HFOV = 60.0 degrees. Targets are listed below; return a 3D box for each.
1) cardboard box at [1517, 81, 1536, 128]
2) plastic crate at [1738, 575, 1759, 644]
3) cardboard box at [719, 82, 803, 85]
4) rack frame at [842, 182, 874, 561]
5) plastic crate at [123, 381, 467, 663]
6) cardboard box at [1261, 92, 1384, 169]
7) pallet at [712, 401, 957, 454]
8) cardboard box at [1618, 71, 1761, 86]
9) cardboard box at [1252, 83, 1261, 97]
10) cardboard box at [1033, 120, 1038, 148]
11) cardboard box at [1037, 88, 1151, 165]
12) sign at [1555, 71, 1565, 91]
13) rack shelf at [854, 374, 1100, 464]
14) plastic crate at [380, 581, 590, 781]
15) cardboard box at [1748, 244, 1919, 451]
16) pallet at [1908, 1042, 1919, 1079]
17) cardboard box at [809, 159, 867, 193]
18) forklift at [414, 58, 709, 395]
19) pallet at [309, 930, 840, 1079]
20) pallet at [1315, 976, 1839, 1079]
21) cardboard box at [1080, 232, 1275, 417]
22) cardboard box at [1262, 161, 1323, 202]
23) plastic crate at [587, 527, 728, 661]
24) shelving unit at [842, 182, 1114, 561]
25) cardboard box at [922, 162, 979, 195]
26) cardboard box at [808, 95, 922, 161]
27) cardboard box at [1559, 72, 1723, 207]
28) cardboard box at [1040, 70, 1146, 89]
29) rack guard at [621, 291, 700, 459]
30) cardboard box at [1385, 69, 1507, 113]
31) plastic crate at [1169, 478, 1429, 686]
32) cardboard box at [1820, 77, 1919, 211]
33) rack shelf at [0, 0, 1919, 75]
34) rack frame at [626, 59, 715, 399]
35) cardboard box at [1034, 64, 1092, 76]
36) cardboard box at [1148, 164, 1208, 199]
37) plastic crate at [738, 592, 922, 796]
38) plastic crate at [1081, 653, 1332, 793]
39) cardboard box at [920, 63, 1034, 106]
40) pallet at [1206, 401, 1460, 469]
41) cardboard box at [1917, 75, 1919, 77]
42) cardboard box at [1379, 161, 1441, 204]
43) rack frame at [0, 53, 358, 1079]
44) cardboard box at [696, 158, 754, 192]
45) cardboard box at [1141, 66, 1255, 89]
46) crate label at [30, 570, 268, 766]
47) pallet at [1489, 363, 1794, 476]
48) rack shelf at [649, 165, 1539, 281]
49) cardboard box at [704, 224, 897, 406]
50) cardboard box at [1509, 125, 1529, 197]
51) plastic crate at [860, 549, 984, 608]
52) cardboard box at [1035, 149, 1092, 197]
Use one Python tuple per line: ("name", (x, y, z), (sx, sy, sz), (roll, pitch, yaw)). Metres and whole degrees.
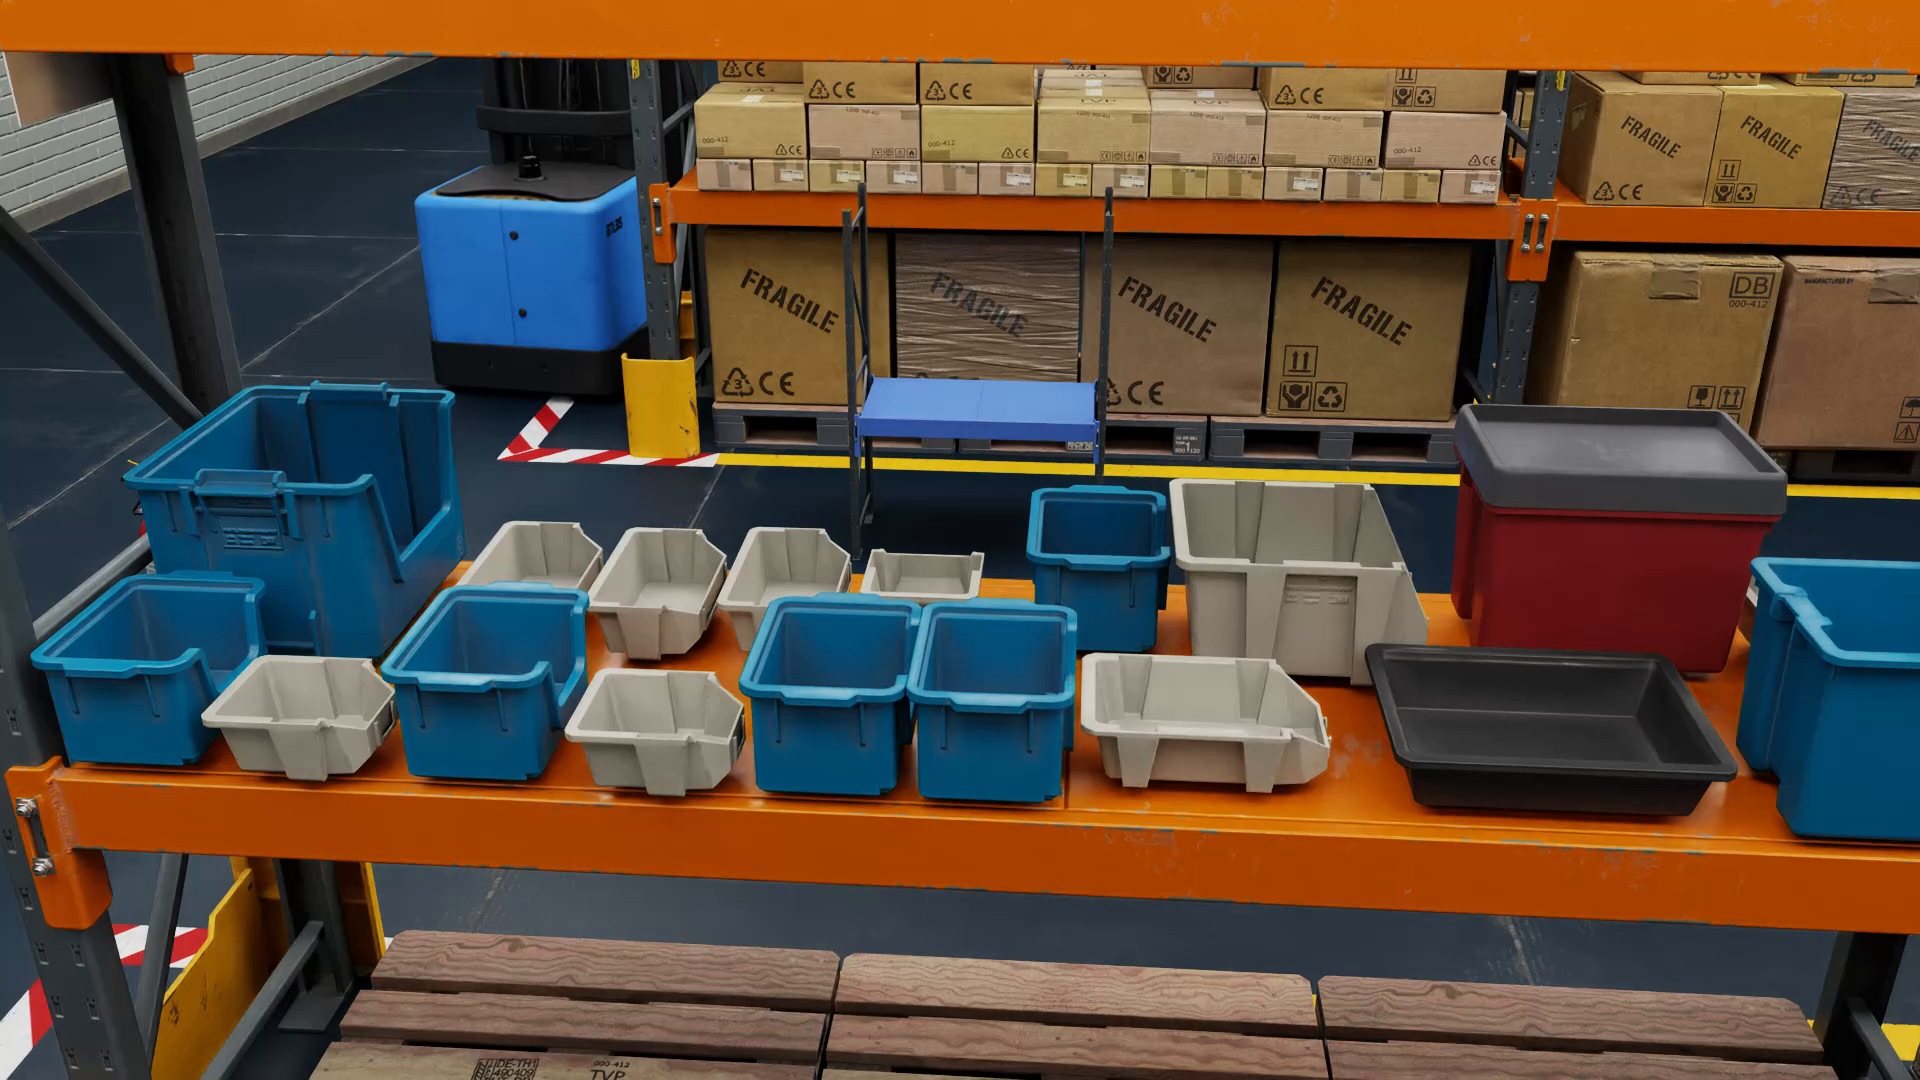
("cardboard box", (4.328, -3.186, 12.176), (0.500, 0.250, 0.500), (3, 25, 5))
("plastic crate", (1.767, 0.207, 3.456), (0.243, 0.136, 0.396), (2, 25, 4))
("cardboard box", (-0.885, -2.166, 8.192), (0.500, 0.250, 0.500), (1, 25, 3))
("rack frame", (-0.422, -0.695, 6.966), (0.032, 1.500, 0.500), (2, 25, 4))
("plastic crate", (-1.420, -0.050, 3.656), (0.499, 0.435, 0.616), (2, 25, 4))
("cardboard box", (1.623, -1.863, 7.534), (0.500, 0.250, 0.500), (3, 25, 6))
("pallet", (-0.586, -0.744, 8.615), (1.213, 0.211, 1.003), (2, 25, 4))
("cardboard box", (3.237, -2.360, 7.471), (0.637, 0.503, 0.797), (1, 25, 3))
("cardboard box", (1.656, -2.085, 8.017), (0.500, 0.250, 0.500), (2, 25, 4))
("cardboard box", (0.269, -1.975, 8.255), (0.250, 0.149, 0.380), (2, 25, 4))
("cardboard box", (0.609, -1.897, 7.608), (0.500, 0.250, 0.500), (1, 25, 3))
("sign", (2.559, -2.074, 7.038), (0.005, 0.325, 0.100), (2, 25, 4))
("rack shelf", (0.085, -0.515, 7.006), (1.000, 0.185, 0.538), (2, 25, 4))
("plastic crate", (-0.891, 0.275, 3.192), (0.300, 0.233, 0.416), (2, 25, 4))
("cardboard box", (4.130, -1.061, 8.007), (0.875, 0.875, 1.225), (1, 25, 2))
("pallet", (2.986, 1.497, 3.744), (1.213, 0.211, 1.003), (2, 25, 4))
("cardboard box", (-0.549, -1.725, 7.711), (0.250, 0.149, 0.380), (1, 25, 3))
("forklift", (-2.042, -2.679, 9.565), (1.130, 2.935, 3.031), (5, 25, 10))
("pallet", (-0.949, 1.370, 4.021), (1.213, 0.211, 1.003), (2, 25, 4))
("pallet", (1.484, 1.448, 3.851), (1.213, 0.211, 1.003), (2, 25, 4))
("cardboard box", (1.050, -1.185, 8.276), (0.875, 0.875, 0.875), (2, 25, 4))
("cardboard box", (1.501, -1.660, 7.569), (0.250, 0.149, 0.380), (2, 25, 5))
("plastic crate", (-0.653, 0.119, 3.647), (0.243, 0.136, 0.396), (2, 25, 4))
("shelving unit", (0.085, -0.679, 6.931), (1.048, 1.500, 0.538), (2, 25, 4))
("cardboard box", (-0.035, -1.709, 7.676), (0.250, 0.149, 0.380), (1, 25, 3))
("cardboard box", (-0.412, -1.929, 7.678), (0.500, 0.250, 0.500), (2, 25, 3))
("cardboard box", (3.039, -1.802, 7.459), (0.500, 0.500, 0.500), (2, 25, 4))
("cardboard box", (0.648, -2.118, 8.089), (0.500, 0.250, 0.500), (2, 25, 4))
("rack guard", (-1.413, -0.869, 8.541), (0.348, 0.500, 1.175), (2, 25, 4))
("cardboard box", (2.121, -2.187, 7.341), (0.500, 0.500, 0.500), (3, 25, 6))
("plastic crate", (0.712, 0.089, 3.537), (0.530, 0.282, 0.437), (2, 25, 4))
("cardboard box", (4.039, -1.770, 7.390), (0.500, 0.500, 0.500), (1, 25, 3))
("rack shelf", (0.226, -0.911, 2.915), (4.000, 0.370, 1.077), (2, 25, 4))
("rack frame", (-1.389, -2.004, 8.017), (0.127, 3.000, 1.000), (2, 25, 4))
("cardboard box", (0.949, -5.156, 17.429), (0.875, 0.438, 0.875), (2, 25, 5))
("cardboard box", (0.989, -1.676, 7.604), (0.250, 0.149, 0.380), (1, 25, 3))
("plastic crate", (-0.234, 0.296, 3.146), (0.300, 0.233, 0.416), (2, 25, 4))
("plastic crate", (0.461, 0.351, 3.143), (0.466, 0.136, 0.293), (2, 25, 4))
("cardboard box", (0.085, -2.254, 7.486), (0.500, 0.500, 0.500), (1, 25, 3))
("pallet", (1.847, -0.666, 8.445), (1.213, 0.211, 1.003), (2, 25, 4))
("cardboard box", (4.541, -2.320, 7.384), (0.637, 0.503, 0.797), (3, 25, 6))
("cardboard box", (2.013, -1.643, 7.533), (0.250, 0.149, 0.380), (2, 25, 5))
("rack frame", (-1.768, 0.060, 3.530), (0.127, 3.000, 1.000), (2, 25, 4))
("cardboard box", (-1.060, -1.741, 7.745), (0.250, 0.149, 0.380), (2, 25, 5))
("cardboard box", (1.132, -2.439, 7.889), (0.500, 0.500, 0.500), (1, 25, 2))
("crate label", (-1.547, 0.254, 3.237), (0.303, 0.233, 0.416), (2, 25, 4))
("pallet", (3.375, -0.616, 8.336), (1.213, 0.211, 1.003), (2, 25, 4))
("rack shelf", (0.605, -1.613, 8.028), (4.000, 0.370, 1.077), (2, 25, 4))
("cardboard box", (-0.745, -1.242, 8.401), (0.875, 0.875, 0.875), (2, 25, 4))
("cardboard box", (4.324, -2.845, 12.332), (0.500, 0.500, 0.500), (3, 25, 6))
("plastic crate", (-0.077, 0.119, 3.646), (0.250, 0.136, 0.298), (2, 25, 4))
("cardboard box", (0.474, -1.692, 7.640), (0.250, 0.149, 0.380), (1, 25, 3))
